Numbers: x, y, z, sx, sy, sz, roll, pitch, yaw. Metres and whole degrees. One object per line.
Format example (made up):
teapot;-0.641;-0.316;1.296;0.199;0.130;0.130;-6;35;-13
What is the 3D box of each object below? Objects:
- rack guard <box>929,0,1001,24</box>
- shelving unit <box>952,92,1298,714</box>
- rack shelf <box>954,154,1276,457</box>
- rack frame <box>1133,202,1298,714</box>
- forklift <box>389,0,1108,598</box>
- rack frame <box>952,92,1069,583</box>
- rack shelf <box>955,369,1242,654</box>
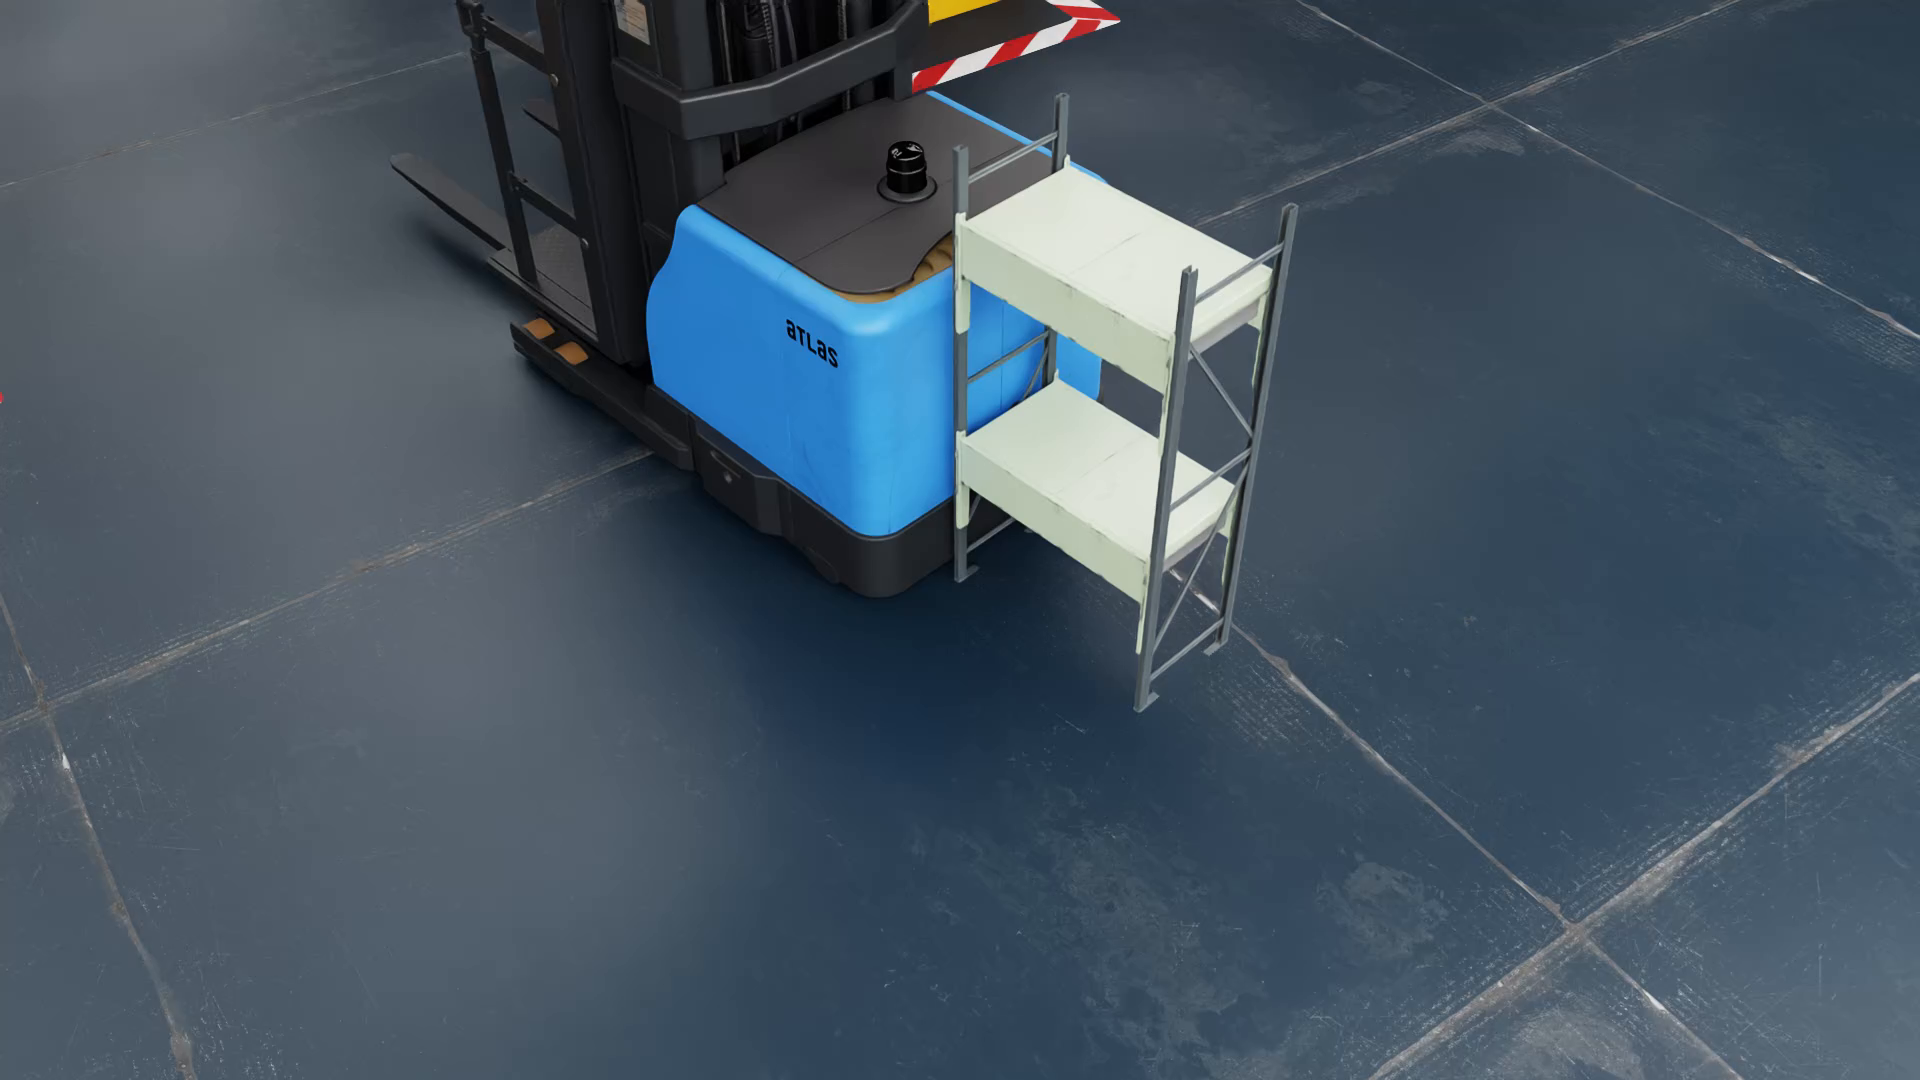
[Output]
rack guard;-0.174;-2.716;7.733;1.175;0.500;0.348;-26;49;-24
shelving unit;0.388;-0.330;4.509;0.431;1.500;0.755;-34;53;-30
rack shelf;0.388;-0.612;4.240;0.431;0.370;0.720;-34;53;-30
rack frame;0.644;-0.150;4.321;0.400;1.500;0.023;-34;53;-30
forklift;-0.931;-1.804;5.017;1.130;2.935;3.031;-34;53;-30
rack frame;0.131;-0.510;4.698;0.400;1.500;0.023;-34;53;-30
rack shelf;0.388;-0.094;4.735;0.431;0.370;0.720;-34;53;-30
